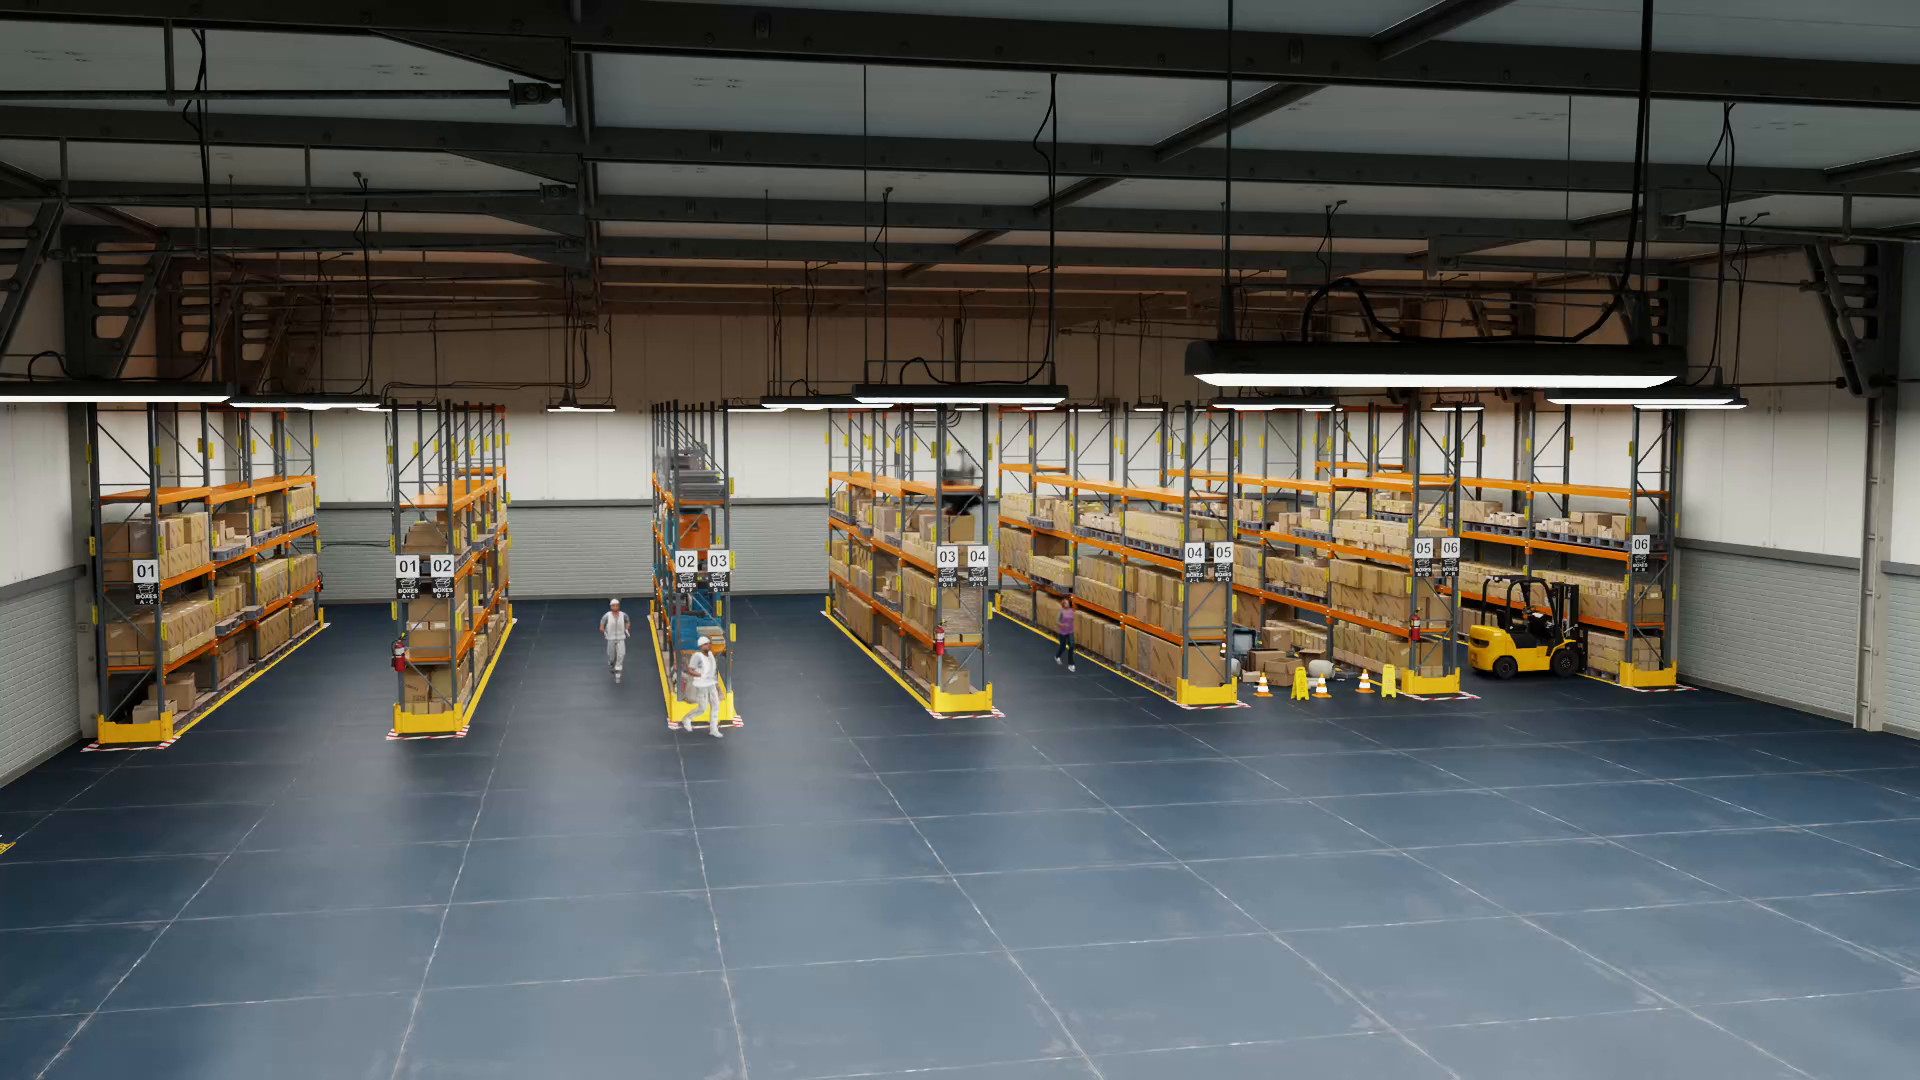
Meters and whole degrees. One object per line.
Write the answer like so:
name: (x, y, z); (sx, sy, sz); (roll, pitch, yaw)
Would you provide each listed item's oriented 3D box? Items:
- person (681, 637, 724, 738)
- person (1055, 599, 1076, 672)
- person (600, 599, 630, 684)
person: (-4.589, 2.612, 29.584); (0.823, 1.802, 0.681); (2, 5, 25)
person: (2.362, 2.108, 37.291); (0.538, 1.605, 0.877); (-2, 5, -21)
person: (-7.391, 2.155, 35.717); (0.656, 1.783, 0.899); (-1, 5, -18)
